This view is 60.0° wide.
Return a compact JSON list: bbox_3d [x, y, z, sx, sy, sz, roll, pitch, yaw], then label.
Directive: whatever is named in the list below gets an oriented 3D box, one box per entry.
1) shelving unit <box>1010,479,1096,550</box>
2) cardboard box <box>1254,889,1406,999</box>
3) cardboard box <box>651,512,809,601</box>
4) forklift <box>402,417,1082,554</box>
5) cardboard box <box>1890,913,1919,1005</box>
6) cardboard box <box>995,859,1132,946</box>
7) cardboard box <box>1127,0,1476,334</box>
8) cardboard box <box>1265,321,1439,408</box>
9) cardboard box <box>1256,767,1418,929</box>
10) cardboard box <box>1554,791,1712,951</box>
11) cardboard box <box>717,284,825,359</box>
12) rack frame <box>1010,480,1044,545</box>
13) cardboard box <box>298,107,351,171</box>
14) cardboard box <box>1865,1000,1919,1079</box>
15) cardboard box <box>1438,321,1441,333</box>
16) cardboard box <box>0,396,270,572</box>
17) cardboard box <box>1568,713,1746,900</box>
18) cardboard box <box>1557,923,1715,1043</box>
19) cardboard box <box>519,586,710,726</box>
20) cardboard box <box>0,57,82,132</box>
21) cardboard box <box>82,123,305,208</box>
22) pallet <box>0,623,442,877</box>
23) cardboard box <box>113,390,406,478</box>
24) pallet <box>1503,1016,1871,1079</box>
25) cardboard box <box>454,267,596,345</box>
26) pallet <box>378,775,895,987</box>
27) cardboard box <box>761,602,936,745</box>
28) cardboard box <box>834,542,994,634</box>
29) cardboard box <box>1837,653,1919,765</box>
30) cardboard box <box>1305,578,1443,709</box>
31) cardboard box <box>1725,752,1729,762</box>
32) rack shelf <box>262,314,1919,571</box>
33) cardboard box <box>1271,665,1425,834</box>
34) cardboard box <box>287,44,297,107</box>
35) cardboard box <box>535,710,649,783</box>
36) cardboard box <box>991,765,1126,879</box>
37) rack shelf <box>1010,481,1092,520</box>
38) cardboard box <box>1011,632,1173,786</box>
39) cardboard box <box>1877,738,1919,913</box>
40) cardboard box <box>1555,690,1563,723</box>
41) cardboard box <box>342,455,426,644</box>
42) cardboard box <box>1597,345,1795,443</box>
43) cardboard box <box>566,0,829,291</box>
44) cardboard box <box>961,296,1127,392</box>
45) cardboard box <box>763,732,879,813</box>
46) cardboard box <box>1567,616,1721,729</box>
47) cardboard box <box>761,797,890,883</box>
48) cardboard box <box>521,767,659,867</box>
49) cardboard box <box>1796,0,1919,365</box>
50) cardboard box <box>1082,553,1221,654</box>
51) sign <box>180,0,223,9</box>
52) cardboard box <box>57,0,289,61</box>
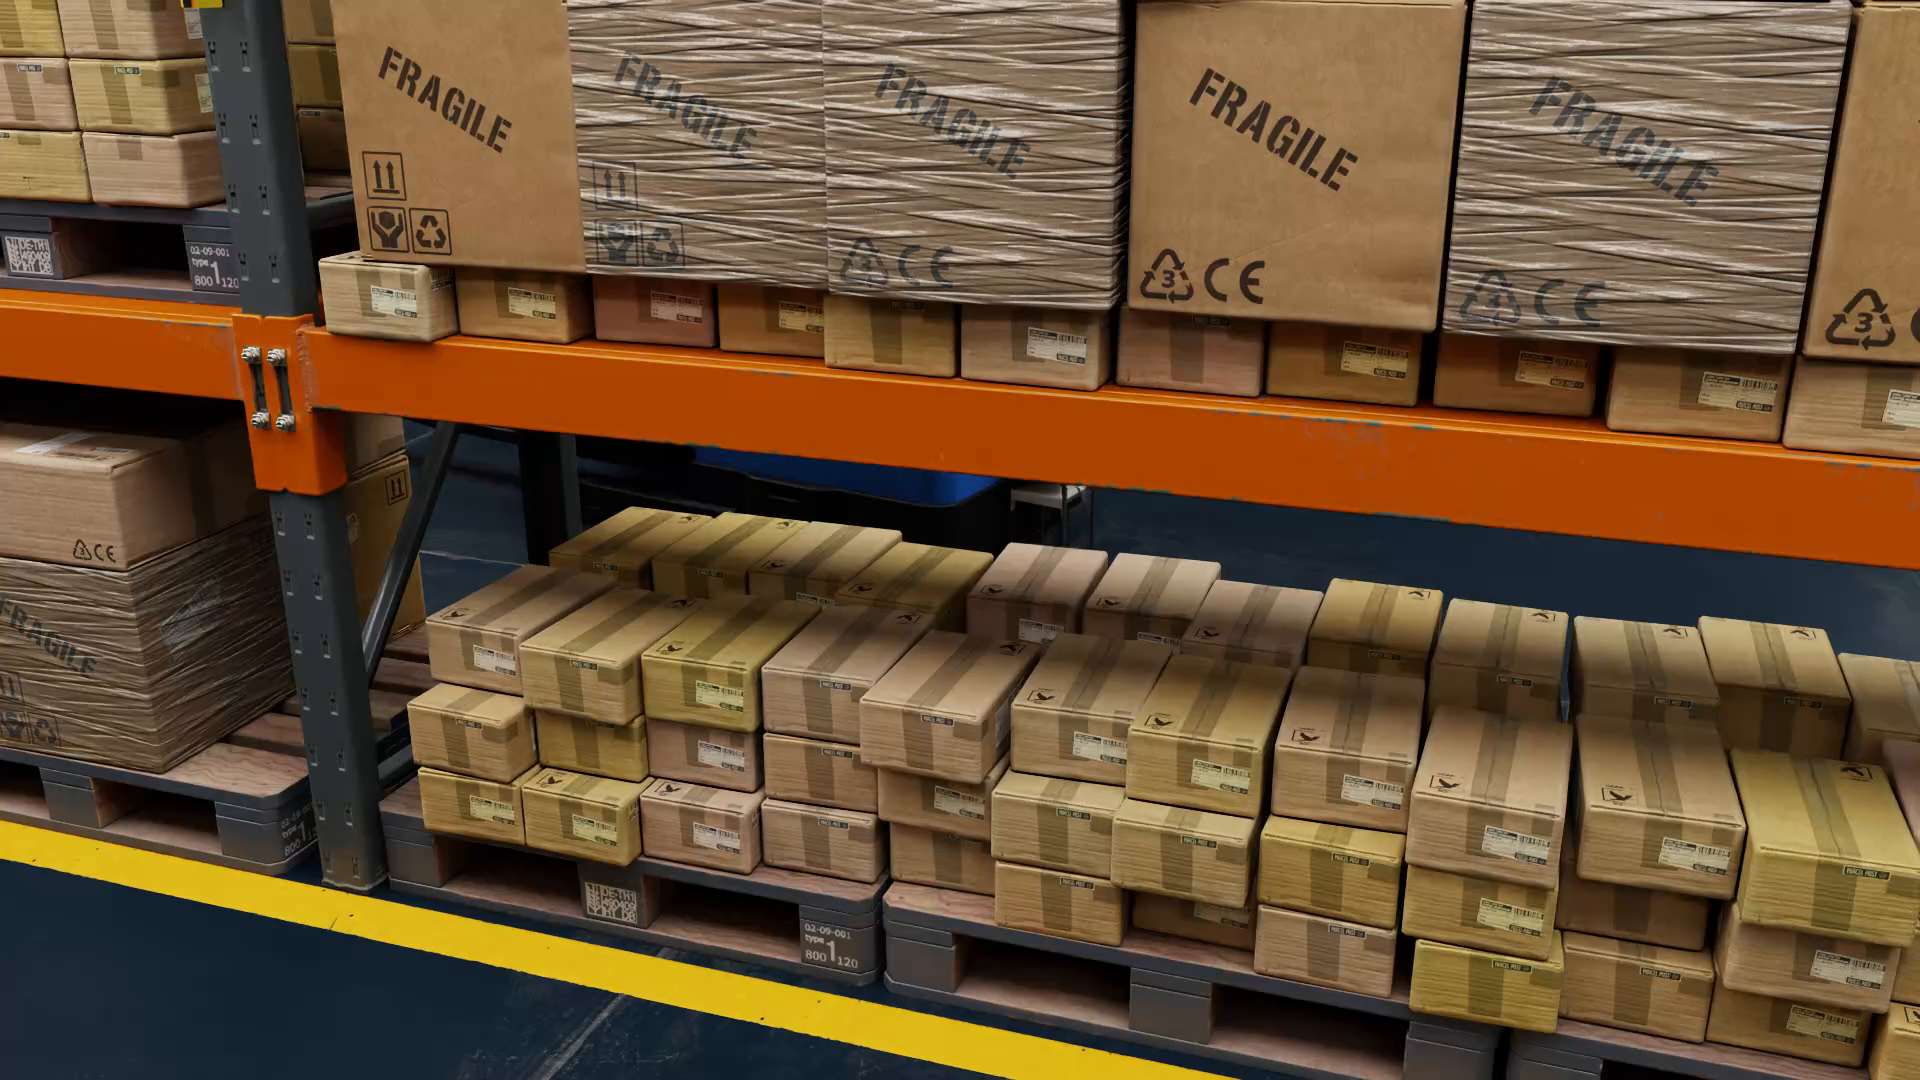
[{"bbox_3d":[0.326,-0.357,5.734,0.210,0.900,0.258,11,22,29],"label":"shelving unit"},{"bbox_3d":[0.730,0.697,3.212,0.250,0.149,0.380,7,20,19],"label":"cardboard box"},{"bbox_3d":[-0.558,0.067,4.116,0.250,0.149,0.380,7,20,19],"label":"cardboard box"},{"bbox_3d":[-1.066,-1.591,6.189,3.031,2.935,1.130,11,22,29],"label":"forklift"},{"bbox_3d":[1.723,0.654,2.885,0.250,0.149,0.380,6,20,17],"label":"cardboard box"},{"bbox_3d":[0.243,0.642,3.370,0.250,0.149,0.380,6,20,17],"label":"cardboard box"},{"bbox_3d":[0.601,-0.663,2.817,0.500,0.500,0.500,8,21,21],"label":"cardboard box"},{"bbox_3d":[0.700,-0.359,2.932,0.250,0.149,0.380,7,20,19],"label":"cardboard box"},{"bbox_3d":[0.731,0.558,3.160,0.250,0.149,0.380,8,21,21],"label":"cardboard box"},{"bbox_3d":[1.240,0.582,3.091,0.250,0.149,0.380,6,20,17],"label":"cardboard box"},{"bbox_3d":[-0.282,-0.473,3.258,0.250,0.149,0.380,6,20,16],"label":"cardboard box"},{"bbox_3d":[0.239,-0.375,5.784,0.006,0.900,0.240,11,22,29],"label":"rack frame"},{"bbox_3d":[-1.455,-1.038,4.240,0.250,0.149,0.380,6,20,15],"label":"cardboard box"},{"bbox_3d":[1.702,0.819,2.862,0.250,0.149,0.380,7,20,20],"label":"cardboard box"},{"bbox_3d":[0.856,-0.511,3.368,0.250,0.149,0.380,7,21,20],"label":"cardboard box"},{"bbox_3d":[-2.021,-0.146,3.960,0.500,0.250,0.500,6,20,17],"label":"cardboard box"},{"bbox_3d":[1.232,0.467,2.969,0.250,0.149,0.380,6,20,16],"label":"cardboard box"},{"bbox_3d":[1.244,0.741,3.086,0.250,0.149,0.380,7,20,19],"label":"cardboard box"},{"bbox_3d":[-0.736,0.244,3.608,0.250,0.149,0.380,8,21,21],"label":"cardboard box"},{"bbox_3d":[-1.924,-1.002,3.686,0.250,0.149,0.380,7,20,18],"label":"cardboard box"},{"bbox_3d":[-1.674,-0.834,3.654,0.250,0.149,0.380,6,20,17],"label":"cardboard box"},{"bbox_3d":[-1.970,0.461,4.434,1.213,0.211,1.003,7,20,18],"label":"pallet"},{"bbox_3d":[-1.846,-0.307,4.419,0.500,0.250,0.500,6,20,16],"label":"cardboard box"},{"bbox_3d":[1.717,0.869,3.262,1.213,0.211,1.003,7,20,18],"label":"pallet"},{"bbox_3d":[-0.806,-0.517,3.383,0.250,0.149,0.380,7,20,20],"label":"cardboard box"},{"bbox_3d":[-0.588,0.606,4.018,1.213,0.211,1.003,7,20,18],"label":"pallet"},{"bbox_3d":[-0.227,0.277,3.513,0.250,0.149,0.380,6,20,17],"label":"cardboard box"},{"bbox_3d":[-0.101,0.144,3.895,0.250,0.149,0.380,7,20,20],"label":"cardboard box"},{"bbox_3d":[1.861,0.372,3.242,0.250,0.149,0.380,7,20,19],"label":"cardboard box"},{"bbox_3d":[0.911,0.228,3.654,0.250,0.149,0.380,7,20,19],"label":"cardboard box"},{"bbox_3d":[1.633,0.484,3.371,0.250,0.149,0.380,7,20,19],"label":"cardboard box"},{"bbox_3d":[0.655,-0.217,3.234,4.000,0.370,1.077,7,20,18],"label":"rack shelf"},{"bbox_3d":[0.748,0.392,3.183,0.250,0.149,0.380,6,20,16],"label":"cardboard box"},{"bbox_3d":[-1.701,-1.206,4.270,0.250,0.149,0.380,6,20,17],"label":"cardboard box"},{"bbox_3d":[-0.728,0.373,3.690,0.250,0.149,0.380,7,20,18],"label":"cardboard box"},{"bbox_3d":[0.237,0.502,3.320,0.250,0.149,0.380,6,20,18],"label":"cardboard box"},{"bbox_3d":[0.326,-0.156,5.805,0.200,0.077,0.258,11,22,29],"label":"rack shelf"},{"bbox_3d":[0.271,0.334,3.350,0.250,0.149,0.380,6,20,16],"label":"cardboard box"},{"bbox_3d":[1.743,0.503,2.865,0.250,0.149,0.380,7,20,19],"label":"cardboard box"},{"bbox_3d":[1.145,0.424,3.544,0.250,0.149,0.380,6,20,15],"label":"cardboard box"},{"bbox_3d":[-1.845,0.047,4.543,0.500,0.500,0.500,7,21,20],"label":"cardboard box"},{"bbox_3d":[1.191,-0.288,2.727,0.250,0.149,0.380,6,20,16],"label":"cardboard box"},{"bbox_3d":[-0.379,-0.777,3.145,0.500,0.500,0.500,7,20,18],"label":"cardboard box"},{"bbox_3d":[0.186,-0.394,3.032,0.250,0.149,0.380,7,21,20],"label":"cardboard box"},{"bbox_3d":[-0.232,0.418,3.561,0.250,0.149,0.380,5,20,15],"label":"cardboard box"},{"bbox_3d":[1.404,0.304,3.437,0.250,0.149,0.380,6,20,15],"label":"cardboard box"},{"bbox_3d":[-0.236,0.566,3.589,0.250,0.149,0.380,6,20,17],"label":"cardboard box"},{"bbox_3d":[-0.744,0.543,3.654,0.250,0.149,0.380,7,20,20],"label":"cardboard box"},{"bbox_3d":[1.550,-0.554,2.504,0.500,0.500,0.500,6,20,17],"label":"cardboard box"},{"bbox_3d":[0.443,0.170,3.821,0.250,0.149,0.380,6,20,16],"label":"cardboard box"},{"bbox_3d":[-1.413,-1.146,3.049,0.005,0.325,0.100,7,20,18],"label":"sign"},{"bbox_3d":[-1.677,-1.116,3.560,0.250,0.149,0.380,8,21,21],"label":"cardboard box"}]
